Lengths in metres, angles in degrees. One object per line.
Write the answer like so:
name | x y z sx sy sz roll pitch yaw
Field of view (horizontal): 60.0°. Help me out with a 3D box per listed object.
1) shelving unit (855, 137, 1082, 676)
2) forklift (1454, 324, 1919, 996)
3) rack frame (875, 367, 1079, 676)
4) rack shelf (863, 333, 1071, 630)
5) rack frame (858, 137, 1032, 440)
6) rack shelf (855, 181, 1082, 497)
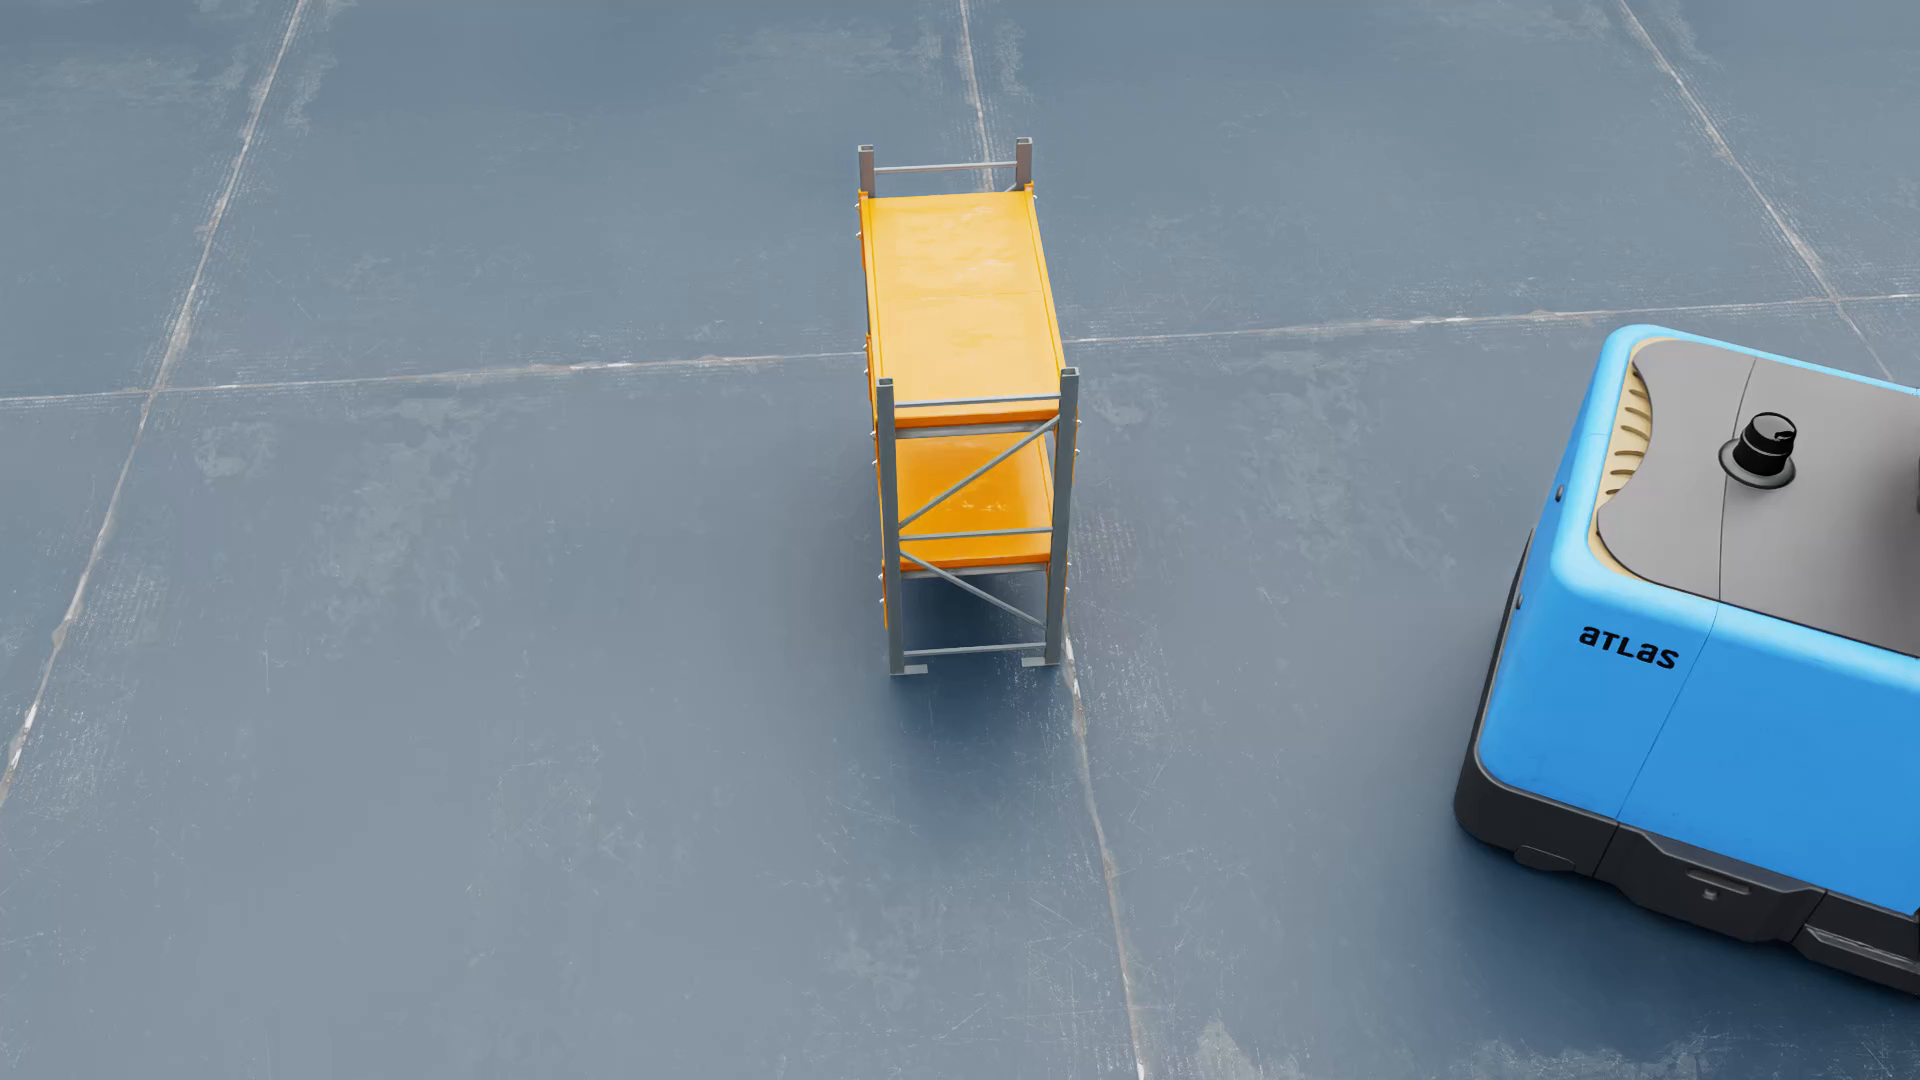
shelving unit | 0.001 -0.382 4.837 0.538 1.125 1.048 -3 47 -3
forklift | 2.892 -0.106 3.332 3.031 2.935 1.130 17 49 16
rack frame | 0.043 -0.014 4.489 0.500 1.125 0.032 -3 47 -3
rack shelf | 0.001 -0.214 5.014 0.538 0.278 1.000 -3 47 -3
rack frame | -0.042 -0.750 5.185 0.500 1.125 0.032 -3 47 -3
rack shelf | 0.001 -0.583 4.624 0.538 0.278 1.000 -3 47 -3
